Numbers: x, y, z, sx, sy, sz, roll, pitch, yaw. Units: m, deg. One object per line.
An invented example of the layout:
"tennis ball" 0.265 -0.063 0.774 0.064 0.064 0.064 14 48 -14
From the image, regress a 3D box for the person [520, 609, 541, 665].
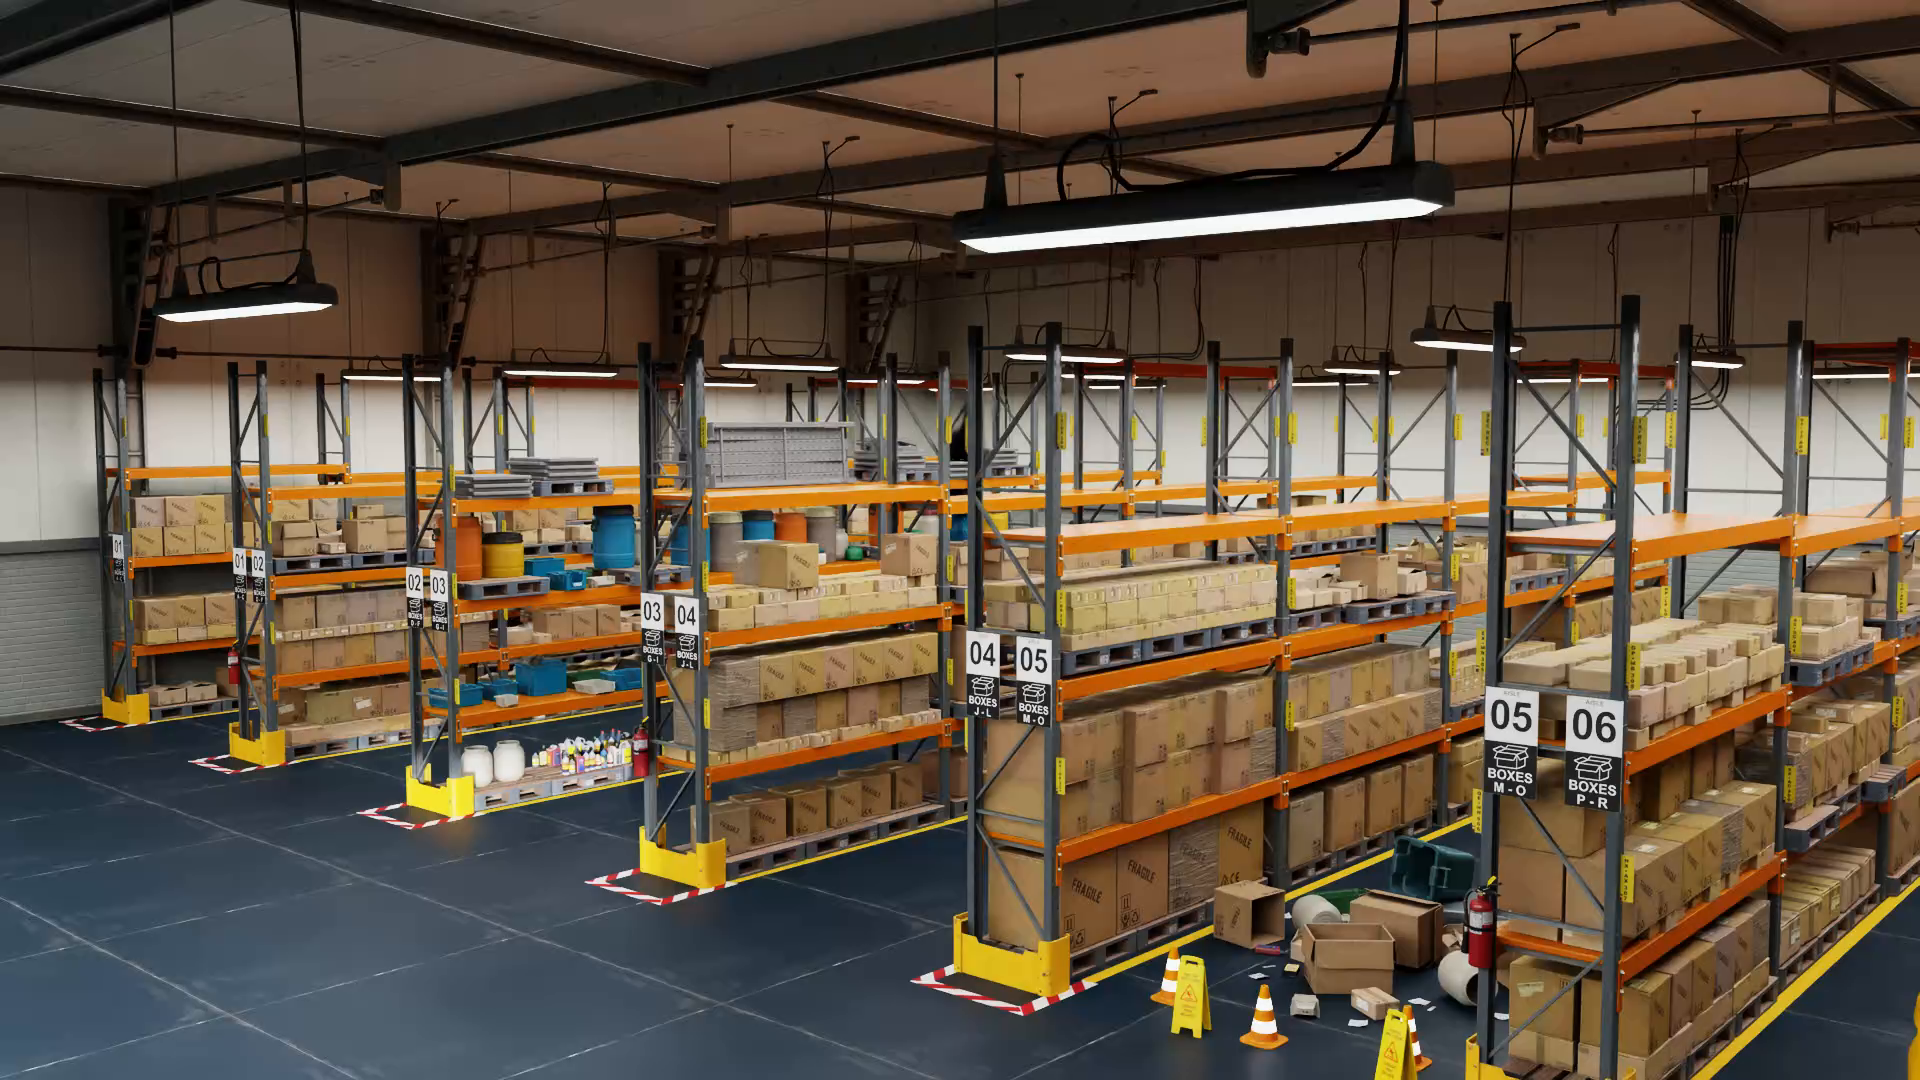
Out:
"person" -7.975 2.089 30.600 0.592 1.646 0.633 3 5 36
